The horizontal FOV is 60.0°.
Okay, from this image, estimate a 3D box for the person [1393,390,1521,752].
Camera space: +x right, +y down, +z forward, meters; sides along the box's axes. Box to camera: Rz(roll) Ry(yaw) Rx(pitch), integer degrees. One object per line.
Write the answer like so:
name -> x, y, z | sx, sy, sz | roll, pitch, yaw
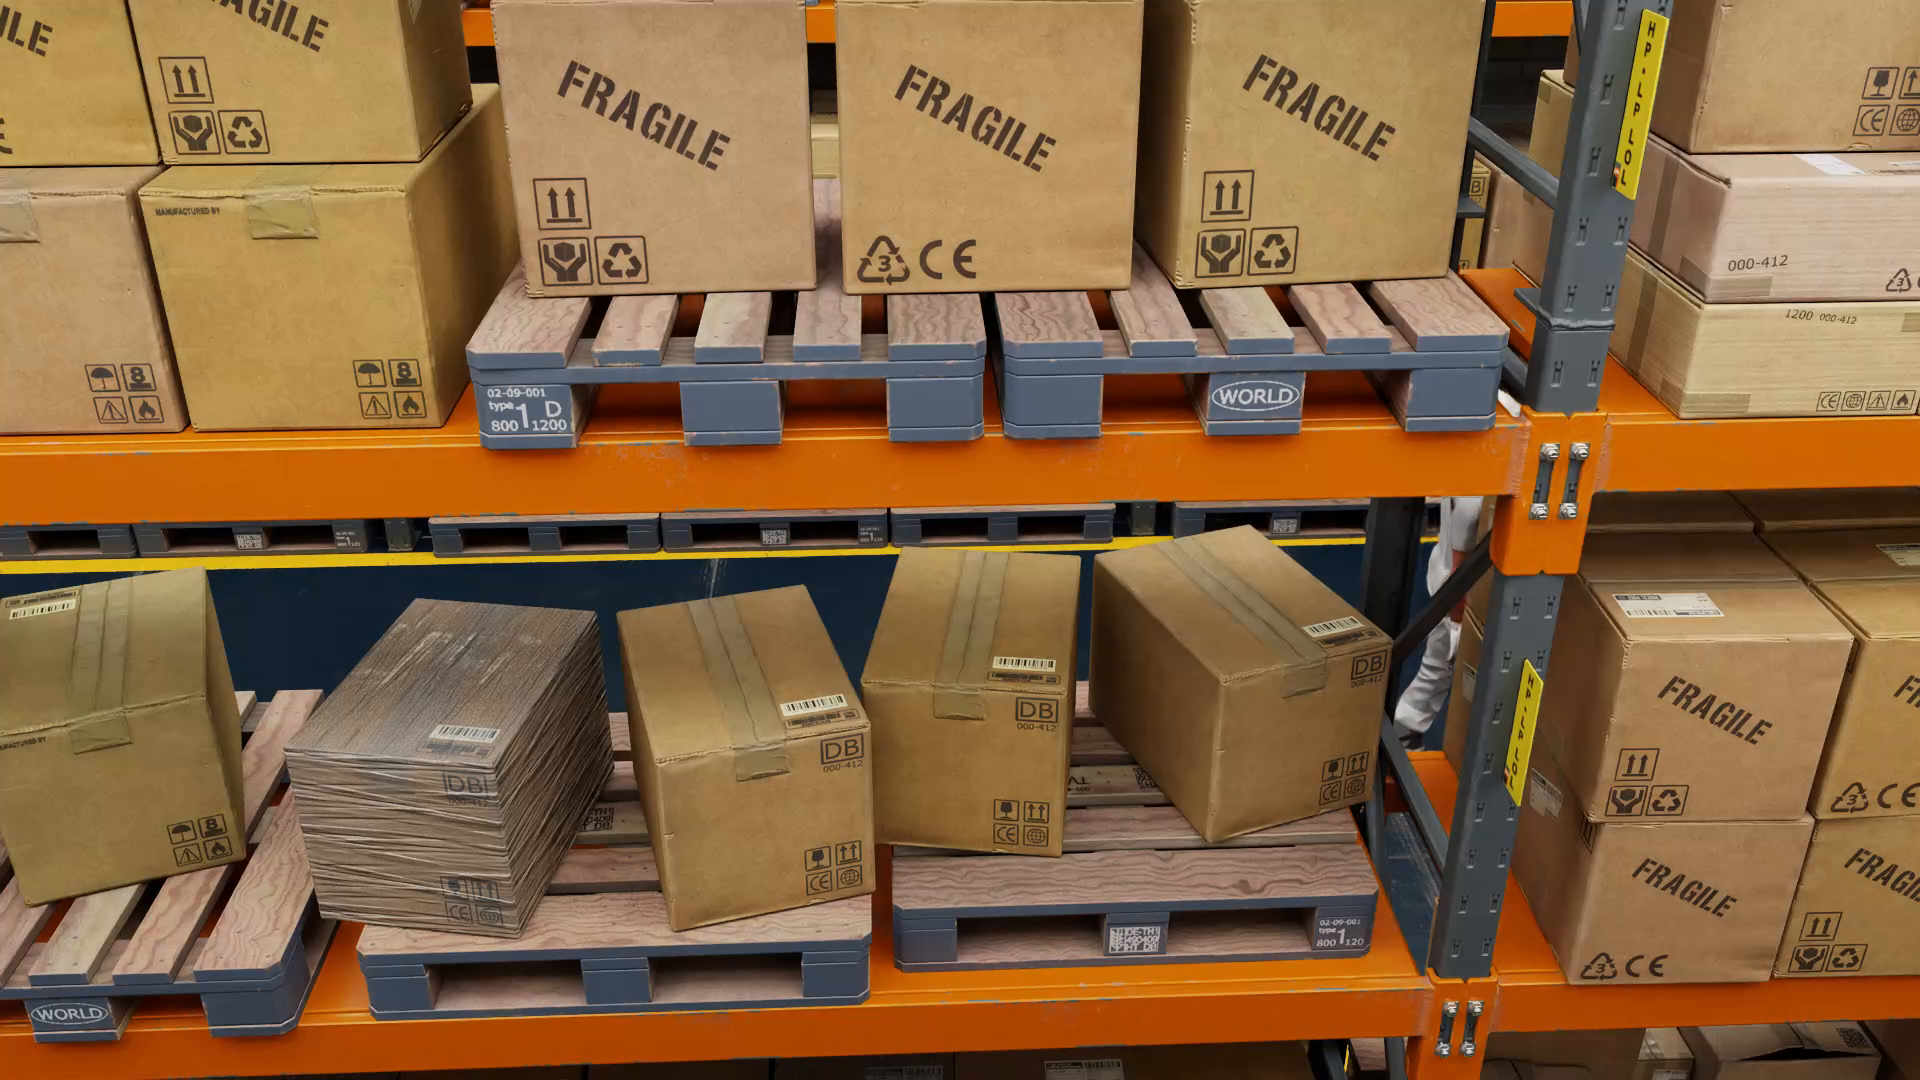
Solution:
person -> 2.041, 0.269, 6.583 | 0.534, 1.846, 0.588 | 3, 27, 5
